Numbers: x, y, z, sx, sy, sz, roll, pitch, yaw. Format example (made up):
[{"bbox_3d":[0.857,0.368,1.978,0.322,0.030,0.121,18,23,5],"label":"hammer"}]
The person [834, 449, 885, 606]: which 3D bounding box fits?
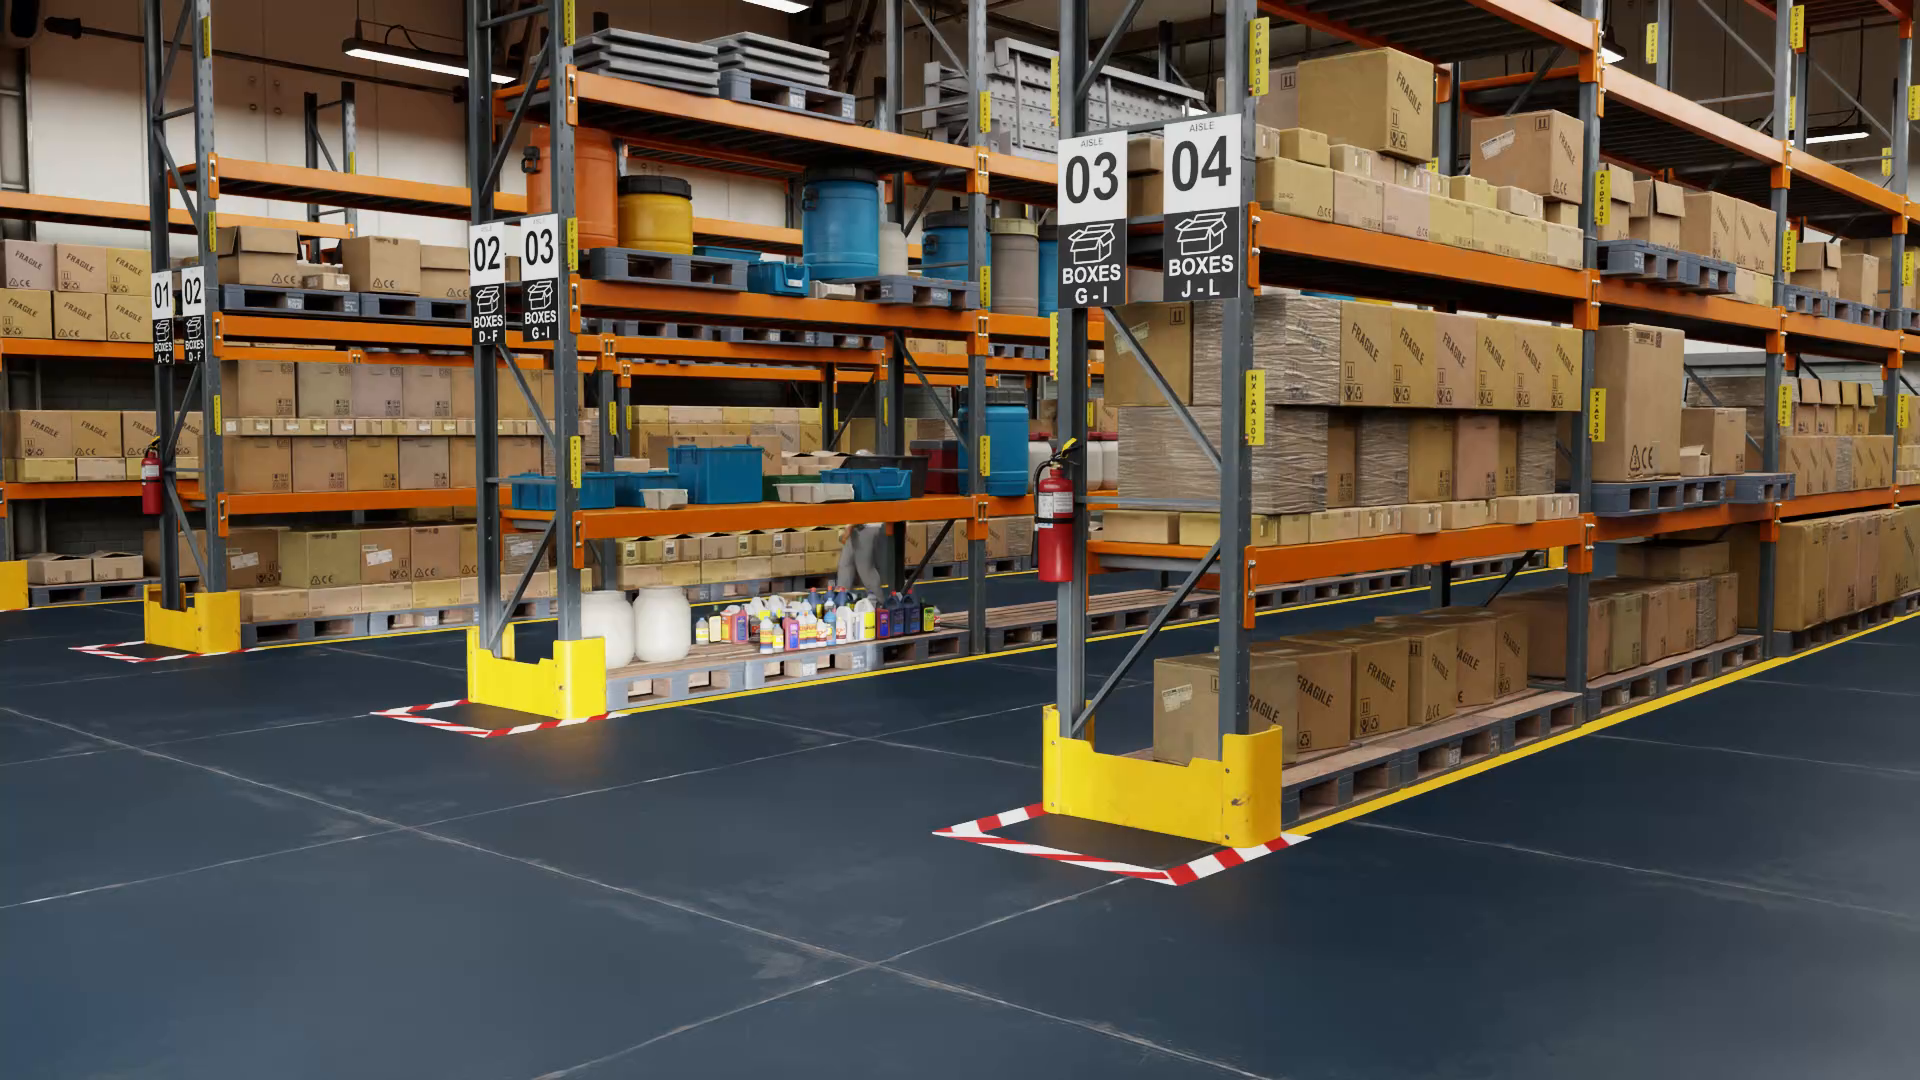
[{"bbox_3d":[-1.075,-0.061,16.543,0.690,1.678,0.529,0,4,0],"label":"person"}]
